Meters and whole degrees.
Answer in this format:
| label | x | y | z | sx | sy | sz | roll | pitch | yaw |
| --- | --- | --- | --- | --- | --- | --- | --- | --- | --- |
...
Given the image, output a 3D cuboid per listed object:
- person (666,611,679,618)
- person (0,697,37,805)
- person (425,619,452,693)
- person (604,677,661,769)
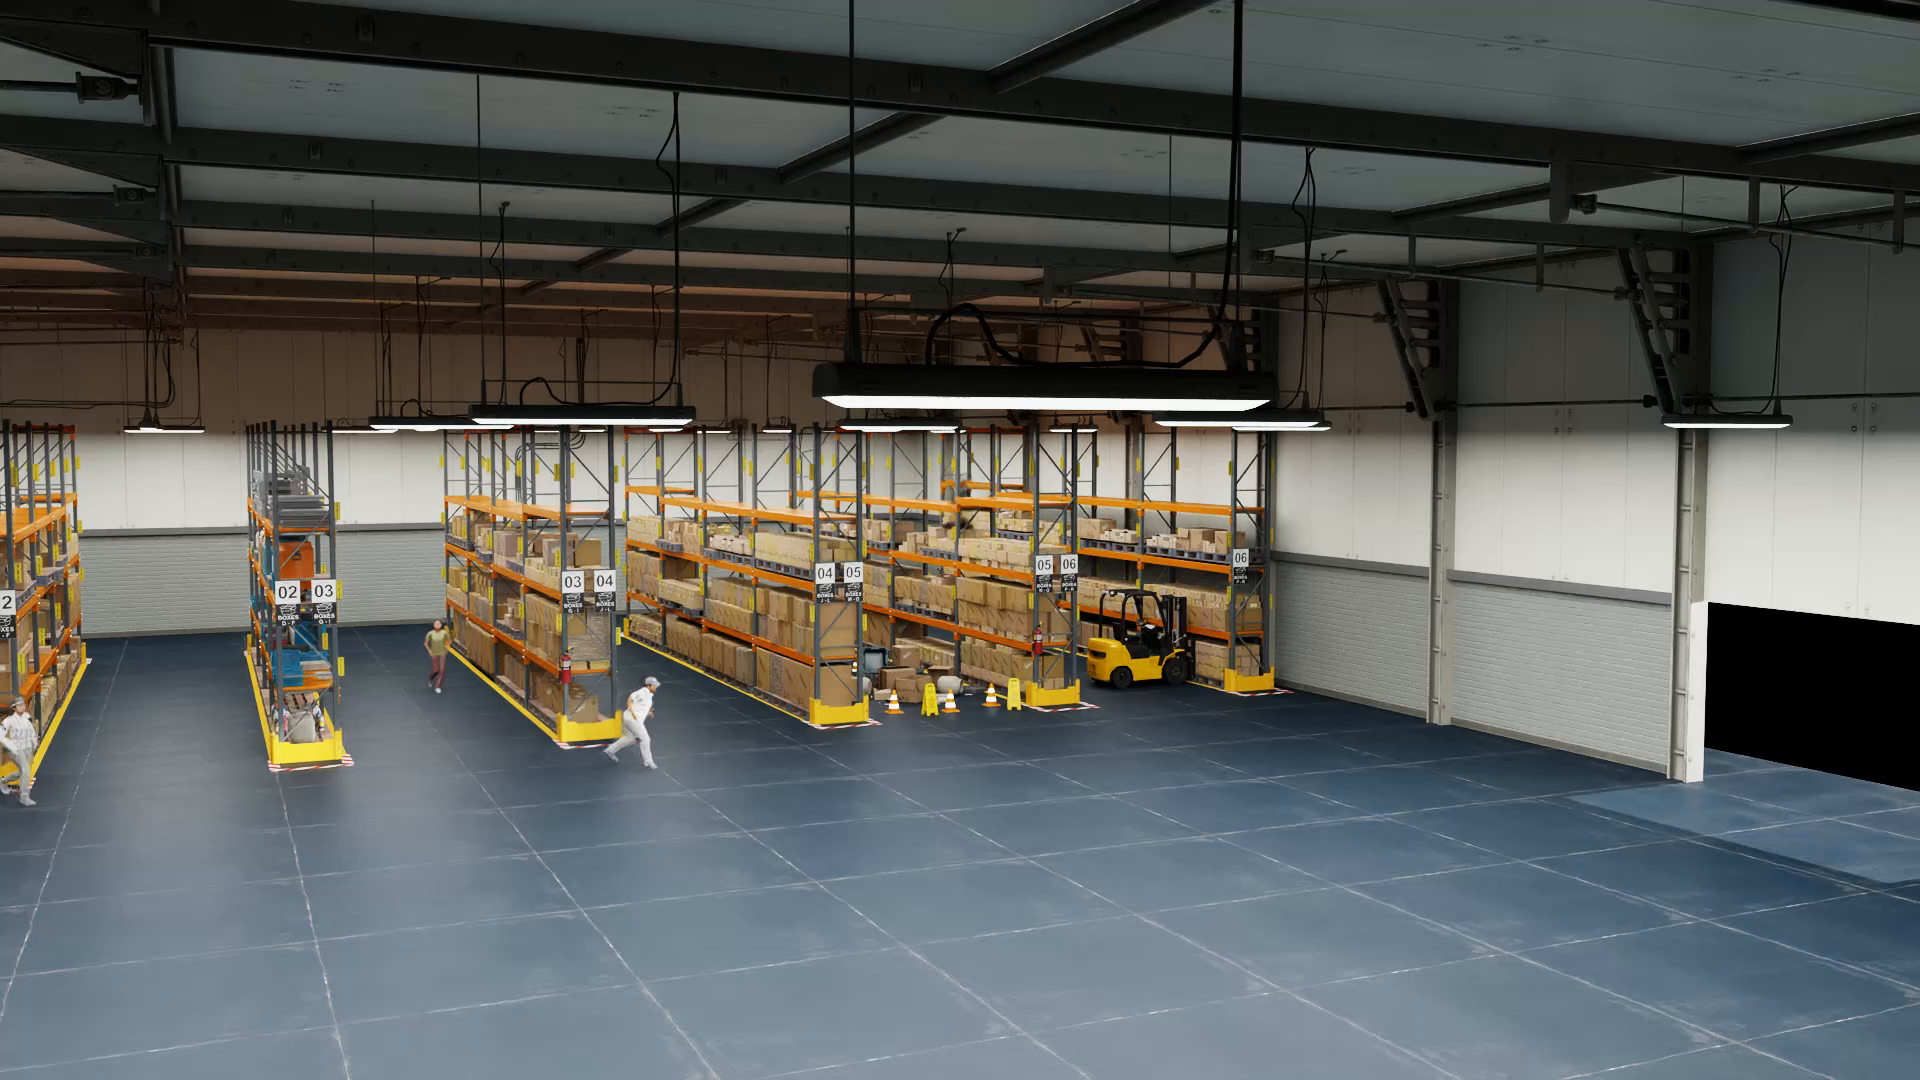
| label | x | y | z | sx | sy | sz | roll | pitch | yaw |
| --- | --- | --- | --- | --- | --- | --- | --- | --- | --- |
| person | -8.590 | 1.769 | 49.088 | 0.634 | 1.742 | 0.565 | 1 | 4 | 20 |
| person | -14.718 | 3.274 | 25.906 | 0.731 | 1.712 | 0.616 | 1 | 4 | 16 |
| person | -11.686 | 2.585 | 37.277 | 0.574 | 1.639 | 0.583 | -2 | 4 | -26 |
| person | -5.655 | 3.164 | 28.678 | 1.033 | 1.627 | 0.642 | 1 | 4 | 9 |
